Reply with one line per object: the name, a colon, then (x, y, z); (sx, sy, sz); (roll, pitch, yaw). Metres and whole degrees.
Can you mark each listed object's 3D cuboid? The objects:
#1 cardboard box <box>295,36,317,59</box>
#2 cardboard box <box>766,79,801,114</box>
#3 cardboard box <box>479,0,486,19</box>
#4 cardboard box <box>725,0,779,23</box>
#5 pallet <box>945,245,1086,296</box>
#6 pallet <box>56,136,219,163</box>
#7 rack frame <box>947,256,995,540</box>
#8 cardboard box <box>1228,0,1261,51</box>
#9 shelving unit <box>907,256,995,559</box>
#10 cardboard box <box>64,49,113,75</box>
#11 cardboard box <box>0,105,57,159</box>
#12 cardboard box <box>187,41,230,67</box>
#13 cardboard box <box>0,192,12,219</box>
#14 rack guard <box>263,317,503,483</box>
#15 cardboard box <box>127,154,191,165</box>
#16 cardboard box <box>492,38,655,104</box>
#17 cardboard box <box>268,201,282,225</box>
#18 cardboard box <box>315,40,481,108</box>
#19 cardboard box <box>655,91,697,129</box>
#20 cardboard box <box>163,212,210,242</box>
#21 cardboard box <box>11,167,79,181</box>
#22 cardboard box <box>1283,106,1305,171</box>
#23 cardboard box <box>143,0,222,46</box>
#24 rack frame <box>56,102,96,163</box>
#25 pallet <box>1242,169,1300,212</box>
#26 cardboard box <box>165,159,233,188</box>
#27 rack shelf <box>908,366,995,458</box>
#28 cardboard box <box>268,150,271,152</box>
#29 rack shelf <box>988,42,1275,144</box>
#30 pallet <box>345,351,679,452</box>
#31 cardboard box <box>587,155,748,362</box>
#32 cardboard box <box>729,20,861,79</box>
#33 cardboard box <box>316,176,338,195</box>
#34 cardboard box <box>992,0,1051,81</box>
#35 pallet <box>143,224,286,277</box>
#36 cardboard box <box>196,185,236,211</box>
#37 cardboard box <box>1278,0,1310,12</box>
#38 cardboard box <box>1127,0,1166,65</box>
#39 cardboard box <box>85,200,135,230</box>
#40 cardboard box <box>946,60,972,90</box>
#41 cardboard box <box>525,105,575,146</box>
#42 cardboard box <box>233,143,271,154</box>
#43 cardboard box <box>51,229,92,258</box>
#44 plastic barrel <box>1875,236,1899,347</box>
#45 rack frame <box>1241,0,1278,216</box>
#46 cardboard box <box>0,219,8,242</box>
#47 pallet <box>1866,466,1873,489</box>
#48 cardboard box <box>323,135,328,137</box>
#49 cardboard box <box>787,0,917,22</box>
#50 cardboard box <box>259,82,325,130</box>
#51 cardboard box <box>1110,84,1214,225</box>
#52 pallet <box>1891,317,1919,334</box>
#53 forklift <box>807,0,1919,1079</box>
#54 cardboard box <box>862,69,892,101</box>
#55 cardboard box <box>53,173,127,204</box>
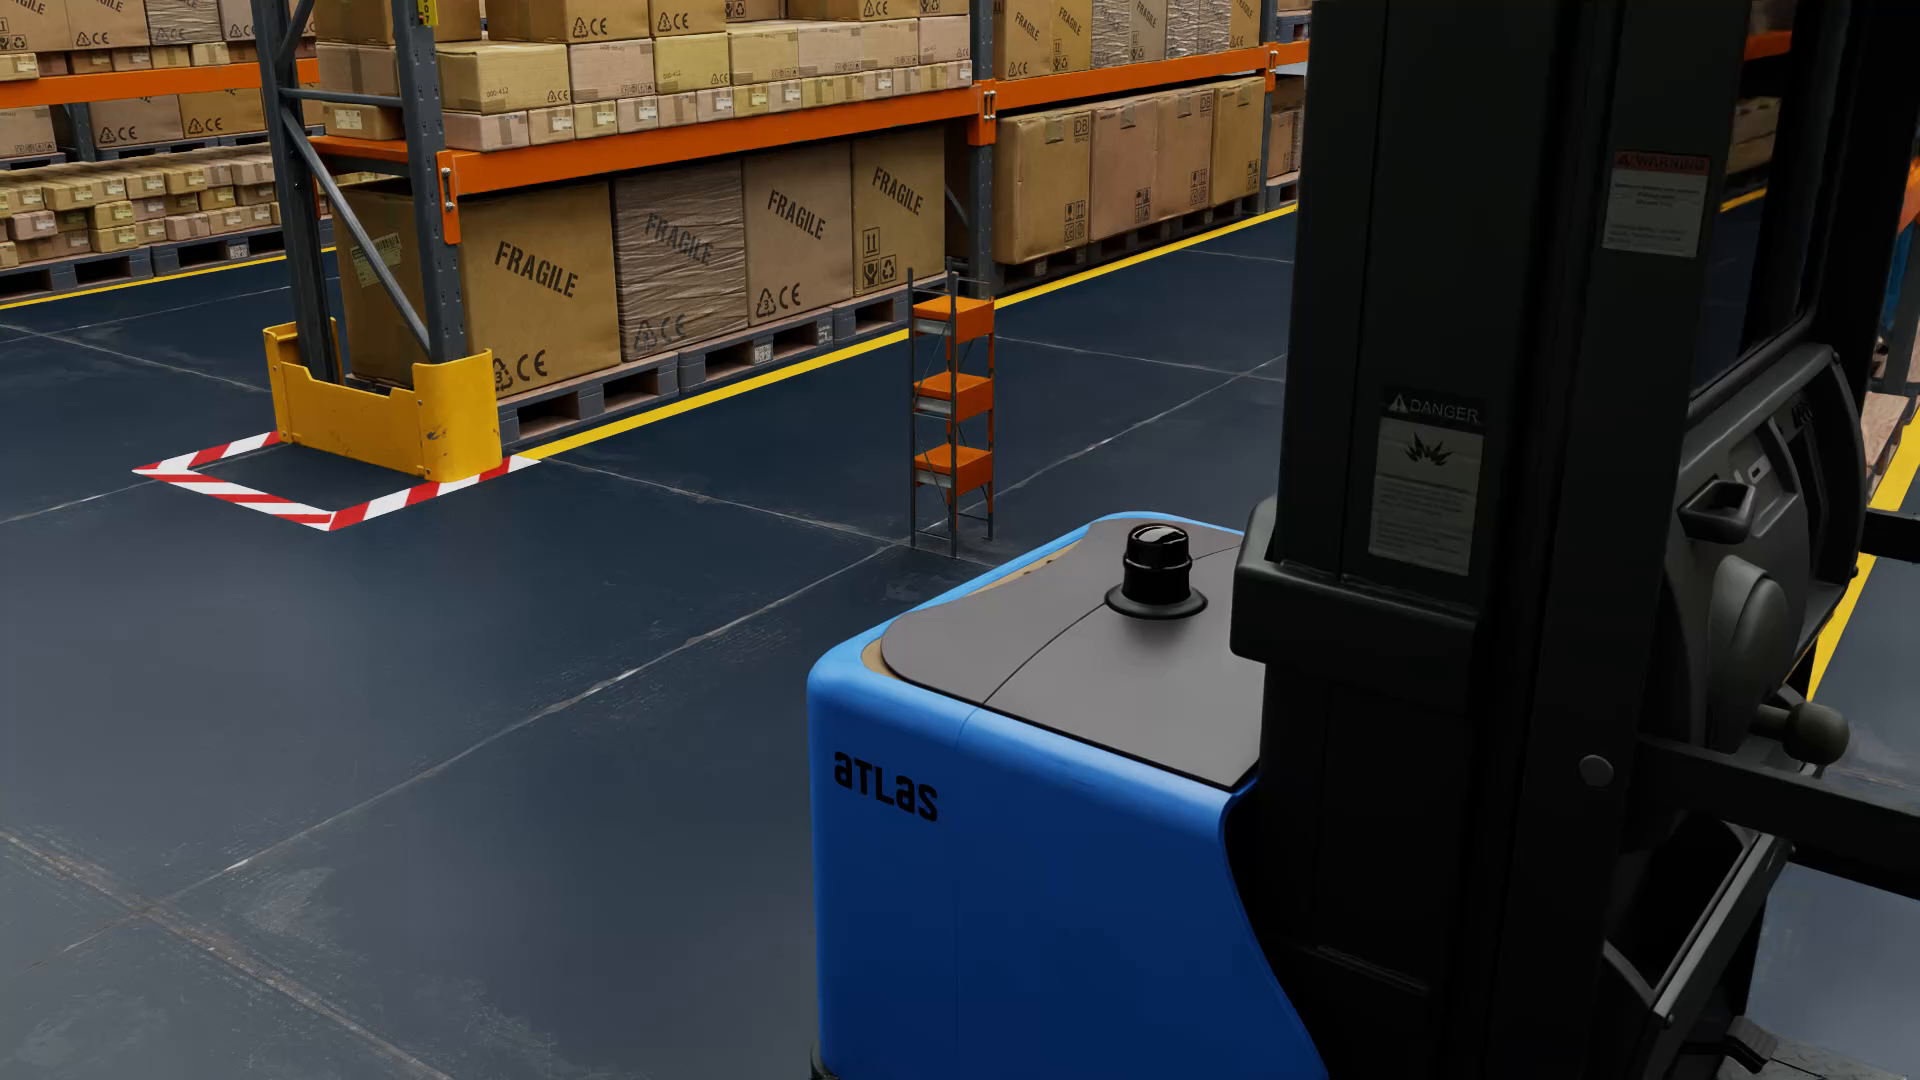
cardboard box: (-4.723, -3.482, 11.718); (0.380, 0.149, 0.250); (13, 24, 30)
cardboard box: (-1.022, -2.241, 8.363); (0.380, 0.149, 0.250); (14, 24, 33)
cardboard box: (-3.699, -4.051, 12.650); (0.380, 0.149, 0.250); (12, 23, 29)
cardboard box: (-1.308, -2.996, 8.746); (0.500, 0.500, 0.500); (12, 24, 30)
pallet: (0.116, -1.880, 11.044); (1.003, 0.211, 1.213); (13, 24, 32)
pallet: (-8.080, -3.813, 16.269); (1.003, 0.211, 1.213); (13, 24, 32)
rack frame: (0.038, -0.512, 6.136); (0.200, 1.050, 0.008); (13, 24, 32)
cardboard box: (1.921, -3.957, 12.494); (0.500, 0.500, 0.500); (14, 25, 33)
shelving unit: (-0.030, -0.477, 6.041); (0.215, 1.050, 0.252); (13, 24, 32)
cardboard box: (-5.587, -3.034, 10.506); (0.380, 0.149, 0.250); (13, 24, 31)
cardboard box: (-8.893, -3.721, 15.088); (0.875, 0.438, 0.875); (13, 24, 31)
cardboard box: (-5.087, -3.240, 11.064); (0.380, 0.149, 0.250); (14, 24, 33)
cardboard box: (-5.974, -2.024, 10.059); (0.380, 0.149, 0.250); (12, 23, 29)
rack guard: (-2.517, -0.625, 7.235); (1.175, 0.500, 0.348); (13, 24, 32)
cardboard box: (-5.565, -2.586, 11.578); (0.380, 0.149, 0.250); (13, 24, 32)
cardboard box: (-1.724, -2.109, 7.431); (0.500, 0.250, 0.500); (13, 24, 31)
cardboard box: (-4.821, -2.332, 11.751); (0.380, 0.149, 0.250); (13, 24, 32)
cardboard box: (-2.451, -2.064, 7.310); (0.500, 0.250, 0.500); (13, 24, 31)
cardboard box: (-1.455, -2.019, 7.763); (0.380, 0.149, 0.250); (13, 24, 31)
cardboard box: (-5.266, -2.110, 11.151); (0.380, 0.149, 0.250); (12, 23, 29)
cardboard box: (-6.034, -2.363, 10.976); (0.380, 0.149, 0.250); (12, 24, 30)
cardboard box: (2.655, -3.492, 14.350); (0.700, 0.500, 0.500); (11, 23, 27)
cardboard box: (-5.221, -3.506, 10.847); (0.500, 0.500, 0.500); (13, 24, 30)
rack frame: (-8.451, -4.885, 15.147); (1.000, 3.000, 0.127); (13, 24, 32)
pallet: (2.434, -3.016, 14.114); (1.003, 0.211, 1.213); (13, 24, 32)
cardboard box: (-5.188, -2.496, 11.336); (0.380, 0.149, 0.250); (13, 24, 32)
rack shelf: (-0.030, -0.467, 6.045); (0.215, 0.259, 0.240); (13, 24, 32)
cardboard box: (-4.741, -2.721, 11.945); (0.380, 0.149, 0.250); (14, 25, 34)
rack shelf: (0.869, -3.189, 11.599); (1.077, 0.370, 4.000); (13, 24, 32)
pallet: (-2.119, -0.741, 7.965); (1.003, 0.211, 1.213); (13, 24, 32)
cardboard box: (-1.699, -1.465, 8.360); (0.875, 0.875, 0.875); (13, 24, 32)
cardboard box: (-0.862, -2.548, 8.617); (0.500, 0.250, 0.500); (14, 24, 33)
cardboard box: (-4.715, -2.582, 11.998); (0.380, 0.149, 0.250); (14, 24, 32)
cardboard box: (0.210, -3.082, 10.130); (0.500, 0.500, 0.500); (13, 24, 32)
pallet: (-5.334, -2.090, 11.610); (1.003, 0.211, 1.213); (13, 24, 32)
cardboard box: (-5.194, -2.364, 11.408); (0.380, 0.149, 0.250); (15, 25, 34)
cardboard box: (2.495, -4.686, 13.861); (0.700, 0.500, 0.500); (18, 27, 40)
cardboard box: (1.060, -3.520, 11.312); (0.500, 0.500, 0.500); (14, 24, 33)
cardboard box: (-5.543, -2.108, 10.715); (0.380, 0.149, 0.250); (14, 25, 33)
cardboard box: (-0.156, -2.683, 9.557); (0.380, 0.149, 0.250); (13, 24, 32)
cardboard box: (-1.888, -1.798, 7.164); (0.380, 0.149, 0.250); (13, 24, 31)
cardboard box: (-5.099, -2.800, 12.157); (0.380, 0.149, 0.250); (13, 24, 30)
cardboard box: (-5.777, -1.912, 10.615); (0.380, 0.149, 0.250); (14, 24, 32)
plastic barrel: (4.161, -1.352, 8.015); (0.600, 0.901, 0.708); (13, 24, 32)
rack frame: (1.993, -4.100, 13.025); (1.000, 3.000, 0.127); (13, 24, 32)
cardboard box: (-6.042, -1.900, 10.154); (0.380, 0.149, 0.250); (14, 25, 34)
pallet: (2.775, -0.108, 6.254); (1.003, 0.211, 1.213); (13, 24, 32)
cardboard box: (-4.666, -3.029, 12.776); (0.380, 0.149, 0.250); (14, 25, 34)
cardboard box: (-0.578, -3.046, 8.883); (0.500, 0.500, 0.500); (14, 24, 32)
cardboard box: (-7.165, -4.796, 17.364); (0.875, 0.875, 0.875); (14, 24, 32)
cardboard box: (1.081, -2.852, 12.109); (1.225, 0.875, 0.875); (13, 24, 32)
pallet: (4.994, -1.243, 9.322); (1.003, 0.211, 1.213); (13, 24, 32)
forklift: (1.213, 0.001, 2.036); (3.031, 2.935, 1.130); (15, 25, 35)
cardboard box: (-0.589, -2.462, 8.958); (0.380, 0.149, 0.250); (14, 24, 33)
cardboard box: (-5.600, -2.261, 10.700); (0.380, 0.149, 0.250); (12, 23, 29)
